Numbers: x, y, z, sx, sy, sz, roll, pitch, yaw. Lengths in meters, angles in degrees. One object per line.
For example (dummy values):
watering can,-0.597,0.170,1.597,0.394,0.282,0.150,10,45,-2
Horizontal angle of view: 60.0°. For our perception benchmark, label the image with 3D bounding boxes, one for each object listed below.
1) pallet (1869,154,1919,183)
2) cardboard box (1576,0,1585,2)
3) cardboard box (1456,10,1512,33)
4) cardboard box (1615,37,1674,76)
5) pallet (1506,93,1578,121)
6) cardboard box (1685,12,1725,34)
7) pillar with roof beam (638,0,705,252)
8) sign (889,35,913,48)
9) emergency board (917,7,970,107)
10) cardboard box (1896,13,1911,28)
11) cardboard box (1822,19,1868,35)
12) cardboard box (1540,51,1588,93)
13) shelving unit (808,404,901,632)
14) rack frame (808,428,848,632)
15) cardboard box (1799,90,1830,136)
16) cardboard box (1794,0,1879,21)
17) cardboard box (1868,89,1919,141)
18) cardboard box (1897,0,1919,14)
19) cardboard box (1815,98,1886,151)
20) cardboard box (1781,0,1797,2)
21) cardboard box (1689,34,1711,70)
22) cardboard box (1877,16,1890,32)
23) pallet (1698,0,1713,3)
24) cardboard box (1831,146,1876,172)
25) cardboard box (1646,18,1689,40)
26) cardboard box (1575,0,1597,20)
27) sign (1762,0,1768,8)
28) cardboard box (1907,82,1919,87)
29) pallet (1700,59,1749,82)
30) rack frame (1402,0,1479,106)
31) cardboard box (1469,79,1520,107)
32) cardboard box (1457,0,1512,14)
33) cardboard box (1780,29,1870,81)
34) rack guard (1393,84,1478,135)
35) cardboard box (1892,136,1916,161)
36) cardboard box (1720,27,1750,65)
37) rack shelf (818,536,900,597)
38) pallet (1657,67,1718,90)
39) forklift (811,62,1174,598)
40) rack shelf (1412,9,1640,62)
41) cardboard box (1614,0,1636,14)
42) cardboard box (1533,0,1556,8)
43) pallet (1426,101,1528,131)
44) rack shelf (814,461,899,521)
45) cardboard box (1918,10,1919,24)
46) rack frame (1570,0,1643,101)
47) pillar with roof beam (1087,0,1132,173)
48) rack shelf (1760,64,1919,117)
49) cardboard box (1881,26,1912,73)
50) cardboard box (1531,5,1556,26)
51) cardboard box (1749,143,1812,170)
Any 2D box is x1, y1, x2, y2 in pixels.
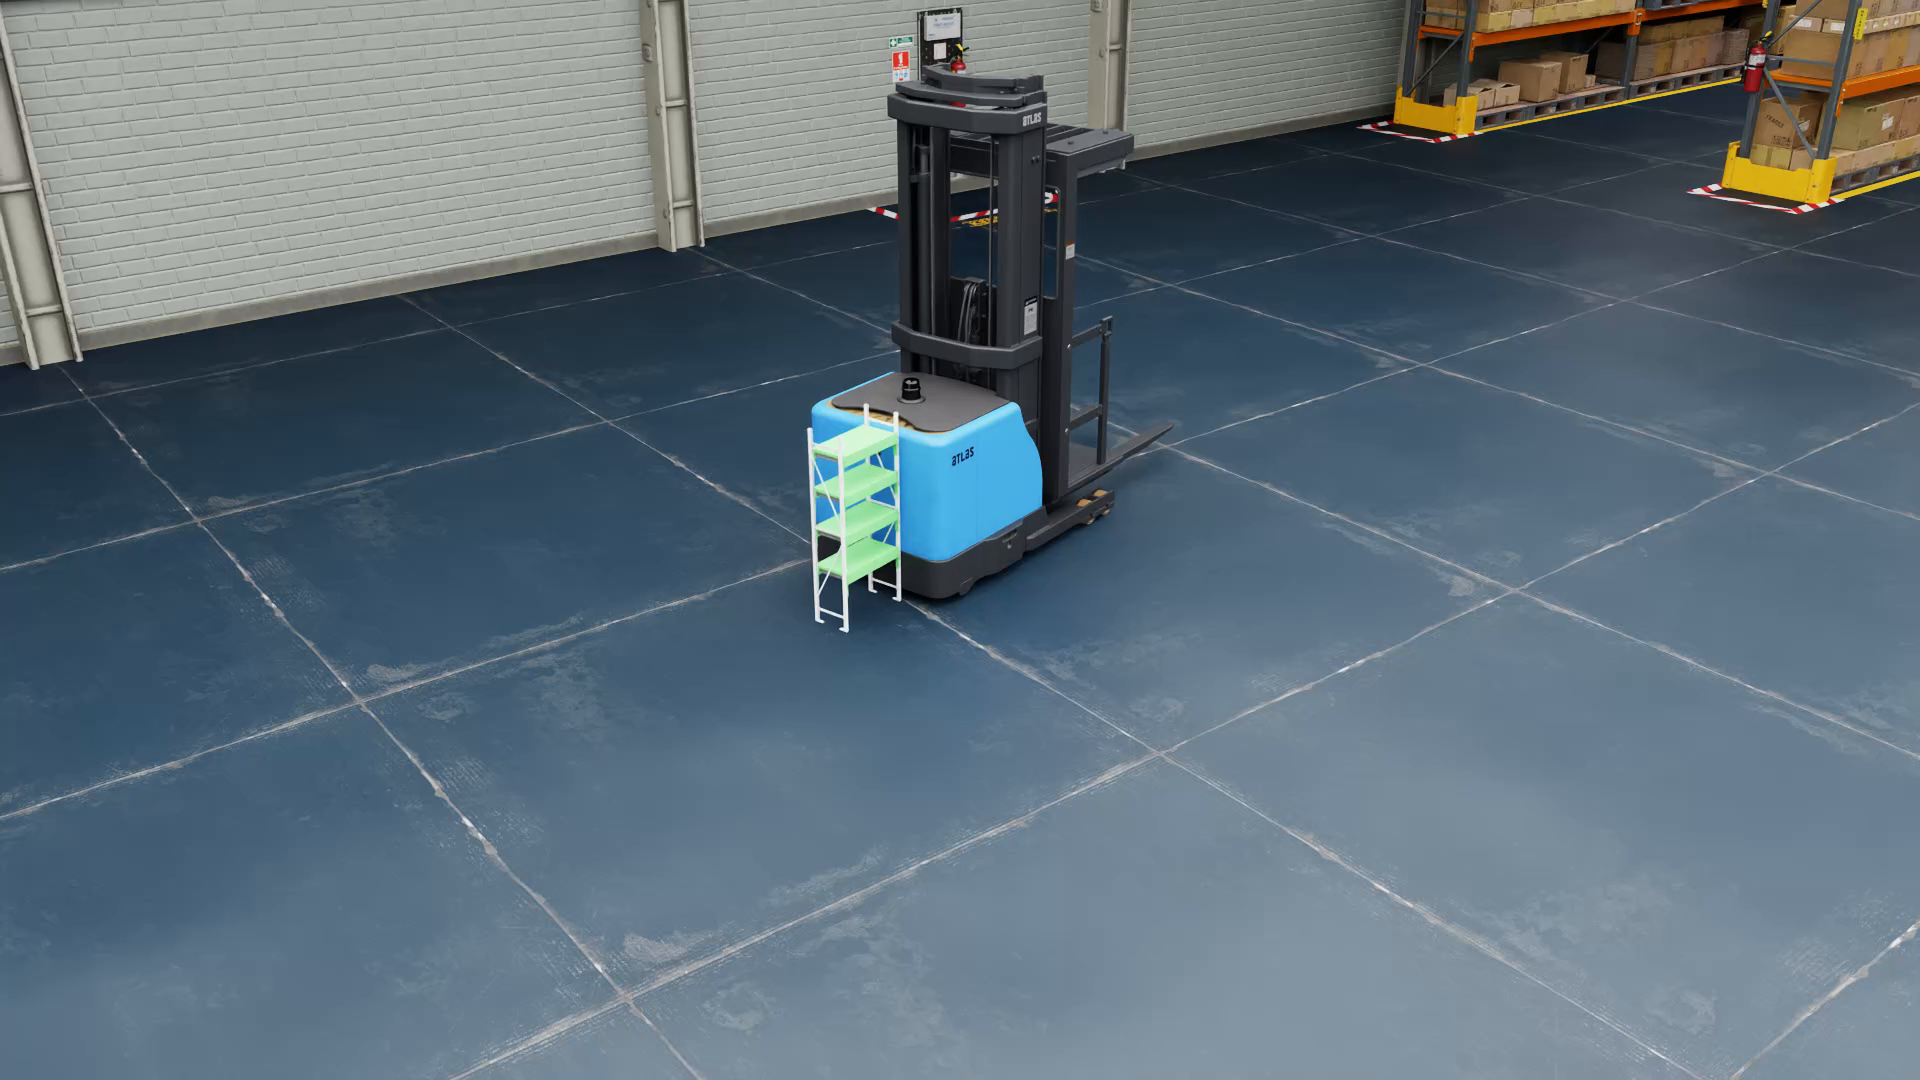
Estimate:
pallet,11.109,-4.703,20.632,1.213,0.211,1.003,-18,31,-34
cardboard box,8.689,-7.916,23.507,0.500,0.500,0.500,-19,31,-35
cardboard box,7.094,-7.043,22.516,0.500,0.250,0.500,-19,31,-35
cardboard box,10.607,-7.532,25.863,0.500,0.500,0.700,-19,31,-35
pallet,8.195,-6.349,24.180,1.213,0.211,1.003,-18,31,-34
cardboard box,11.788,-8.232,26.481,0.500,0.250,0.500,-18,30,-33
pillar with roof beam,-0.255,-5.726,12.399,0.400,9.000,9.100,-18,31,-34
sign,-0.648,-5.506,18.378,0.331,0.109,0.001,-18,31,-34
emergency board,-0.158,-5.360,18.737,0.643,1.169,0.194,-18,31,-34
cardboard box,10.827,-6.079,19.395,0.250,0.149,0.380,-19,31,-36
cardboard box,10.016,-5.810,18.816,0.250,0.149,0.380,-19,31,-34
cardboard box,8.870,-6.902,24.505,0.500,0.500,0.500,-21,32,-38
shelving unit,-0.599,-0.127,9.598,0.258,1.200,0.503,17,30,33
rack frame,-0.745,-0.045,9.421,0.240,1.200,0.015,17,30,33
cardboard box,10.590,-5.226,20.323,0.500,0.500,0.500,-18,31,-34
cardboard box,9.991,-6.204,18.896,0.500,0.500,0.700,-18,30,-34
cardboard box,11.315,-5.178,20.220,0.500,0.500,0.500,-18,31,-34
cardboard box,10.798,-6.474,19.477,0.500,0.500,0.700,-18,30,-34
cardboard box,10.526,-4.919,19.663,0.500,0.500,0.500,-18,31,-34
cardboard box,14.163,-8.746,28.087,0.750,0.750,0.750,-18,31,-34
cardboard box,11.425,-7.786,26.409,0.500,0.500,0.700,-18,31,-34
cardboard box,10.419,-5.944,19.105,0.250,0.149,0.380,-18,30,-34
pallet,11.277,-8.543,25.823,1.213,0.211,1.003,-18,31,-34
cardboard box,10.525,-4.580,19.822,0.500,0.250,0.500,-18,31,-34
cardboard box,10.983,-7.973,25.923,0.500,0.250,0.500,-19,31,-35
cardboard box,8.693,-7.574,23.661,0.500,0.250,0.500,-18,31,-34
sign,9.250,-6.256,19.010,0.005,0.325,0.100,-18,31,-34
cardboard box,12.091,-5.443,20.792,0.500,0.500,0.500,-18,31,-34
pallet,12.194,-7.691,27.070,1.213,0.211,1.003,-18,31,-34
rack frame,6.514,-7.080,22.442,0.127,3.000,1.000,-18,31,-34
cardboard box,7.563,-6.358,23.557,0.500,0.311,0.500,-15,29,-30
cardboard box,7.076,-7.386,22.364,0.500,0.500,0.500,-18,31,-34
cardboard box,9.949,-5.602,19.139,0.500,0.500,0.700,-18,31,-34
rack guard,6.574,-5.966,23.011,0.348,0.500,1.175,-18,31,-34
cardboard box,11.315,-4.838,20.378,0.500,0.250,0.500,-18,31,-34
cardboard box,12.275,-8.019,26.913,0.500,0.500,0.700,-18,30,-33
rack shelf,-0.599,0.149,9.726,0.258,0.148,0.480,17,30,33
pallet,11.235,-7.375,26.391,1.213,0.211,1.003,-18,31,-34
forklift,0.378,-1.542,10.591,1.130,2.935,3.031,17,30,33
rack shelf,8.088,-7.273,23.713,4.000,0.370,1.077,-18,31,-34
cardboard box,9.476,-7.837,24.227,0.500,0.250,0.500,-18,30,-34
cardboard box,7.881,-7.643,22.918,0.500,0.500,0.500,-19,31,-36
pallet,7.235,-6.034,23.501,1.213,0.211,1.003,-18,31,-34
rack shelf,-0.599,-0.287,9.524,0.258,0.148,0.480,17,30,33
cardboard box,11.226,-6.209,19.676,0.250,0.149,0.380,-18,30,-34
rack frame,9.662,-8.119,24.681,0.127,3.000,1.000,-18,31,-34
pillar with roof beam,4.466,-7.285,15.757,0.400,9.000,9.100,-18,31,-34
rack shelf,11.148,-5.633,20.179,4.000,0.370,1.077,-18,31,-34
cardboard box,10.754,-5.867,19.710,0.500,0.500,0.700,-18,30,-34
cardboard box,7.899,-7.312,23.097,0.500,0.250,0.500,-19,31,-35
cardboard box,9.814,-4.620,19.910,0.500,0.250,0.500,-18,31,-34
